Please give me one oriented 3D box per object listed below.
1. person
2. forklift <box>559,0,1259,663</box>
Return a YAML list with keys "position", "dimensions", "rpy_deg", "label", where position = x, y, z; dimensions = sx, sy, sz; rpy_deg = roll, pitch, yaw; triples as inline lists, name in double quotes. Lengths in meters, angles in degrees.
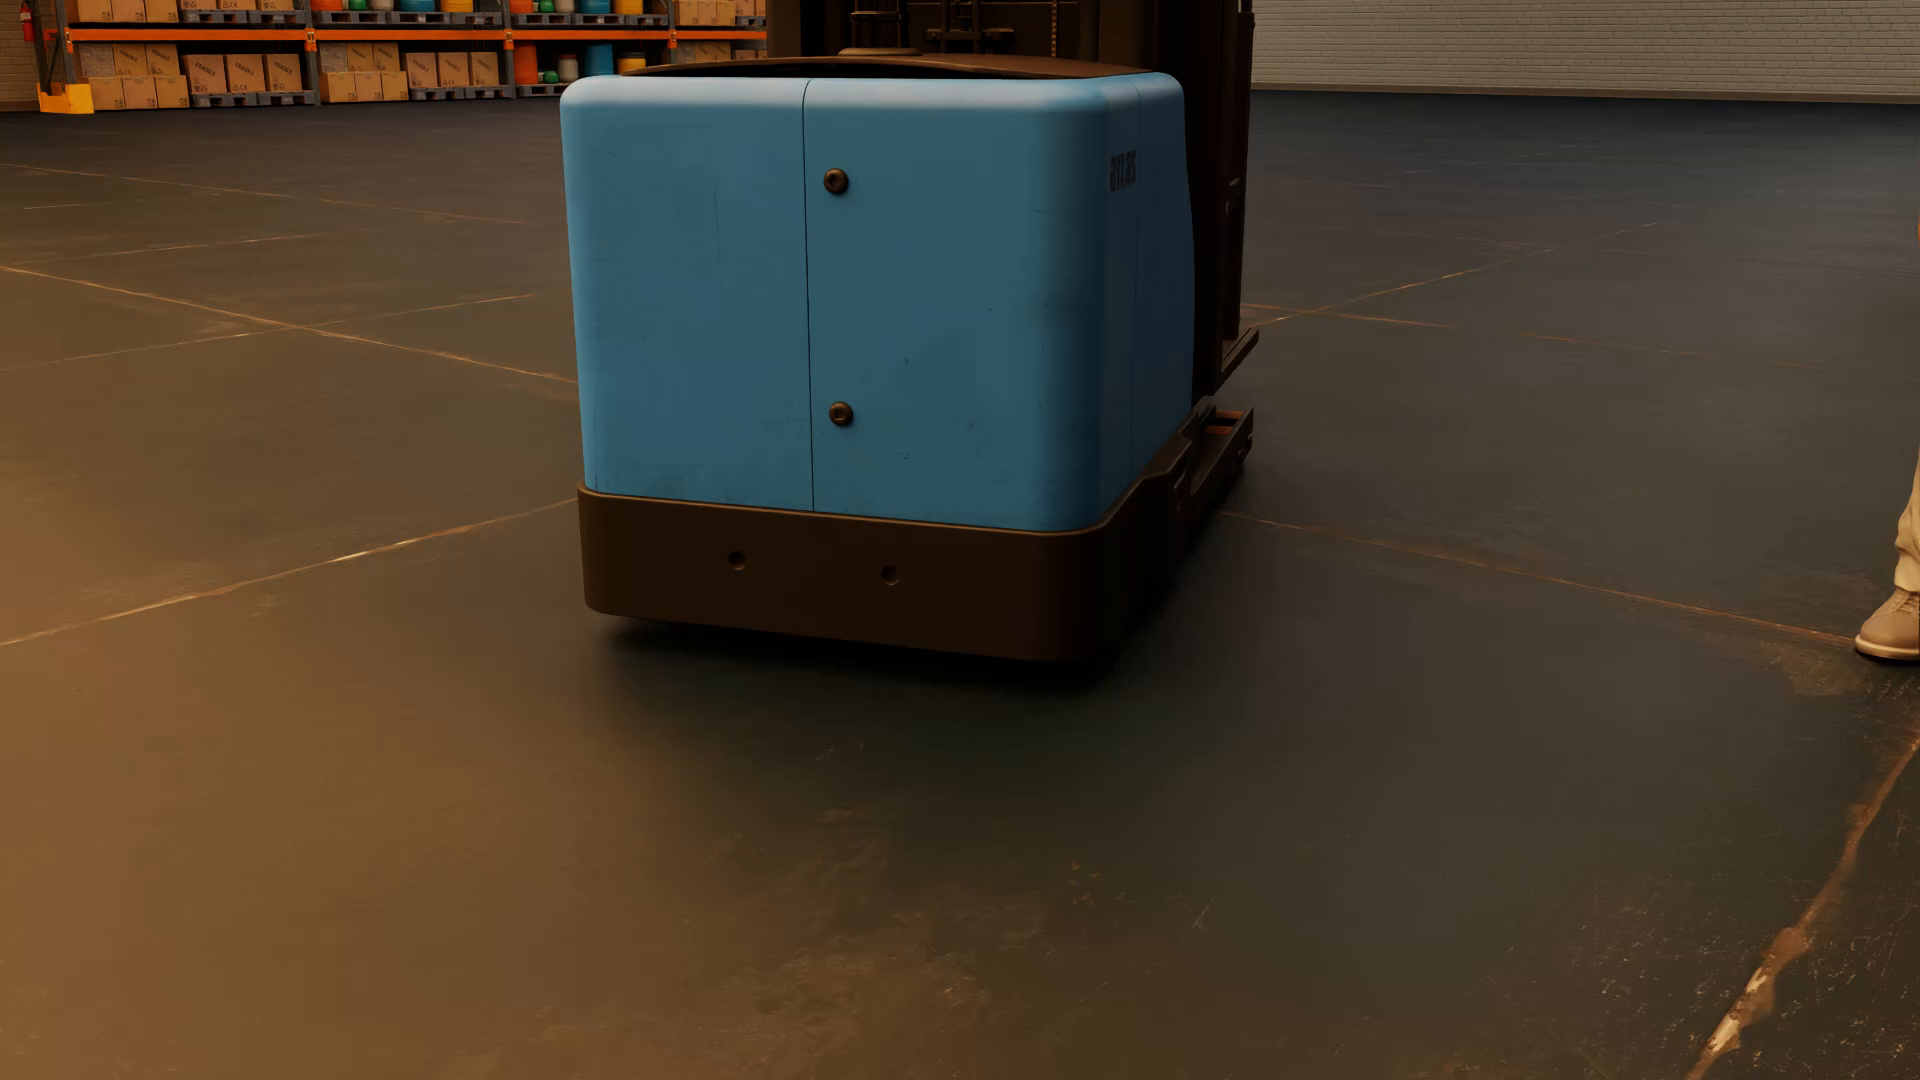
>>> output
- position: [2.020, -0.621, 2.944]
  dimensions: [0.544, 1.771, 0.369]
  rpy_deg: [10, 19, 29]
  label: "person"
- position: [0.182, -1.571, 4.072]
  dimensions: [1.130, 2.935, 3.031]
  rpy_deg: [5, 18, 17]
  label: "forklift"
